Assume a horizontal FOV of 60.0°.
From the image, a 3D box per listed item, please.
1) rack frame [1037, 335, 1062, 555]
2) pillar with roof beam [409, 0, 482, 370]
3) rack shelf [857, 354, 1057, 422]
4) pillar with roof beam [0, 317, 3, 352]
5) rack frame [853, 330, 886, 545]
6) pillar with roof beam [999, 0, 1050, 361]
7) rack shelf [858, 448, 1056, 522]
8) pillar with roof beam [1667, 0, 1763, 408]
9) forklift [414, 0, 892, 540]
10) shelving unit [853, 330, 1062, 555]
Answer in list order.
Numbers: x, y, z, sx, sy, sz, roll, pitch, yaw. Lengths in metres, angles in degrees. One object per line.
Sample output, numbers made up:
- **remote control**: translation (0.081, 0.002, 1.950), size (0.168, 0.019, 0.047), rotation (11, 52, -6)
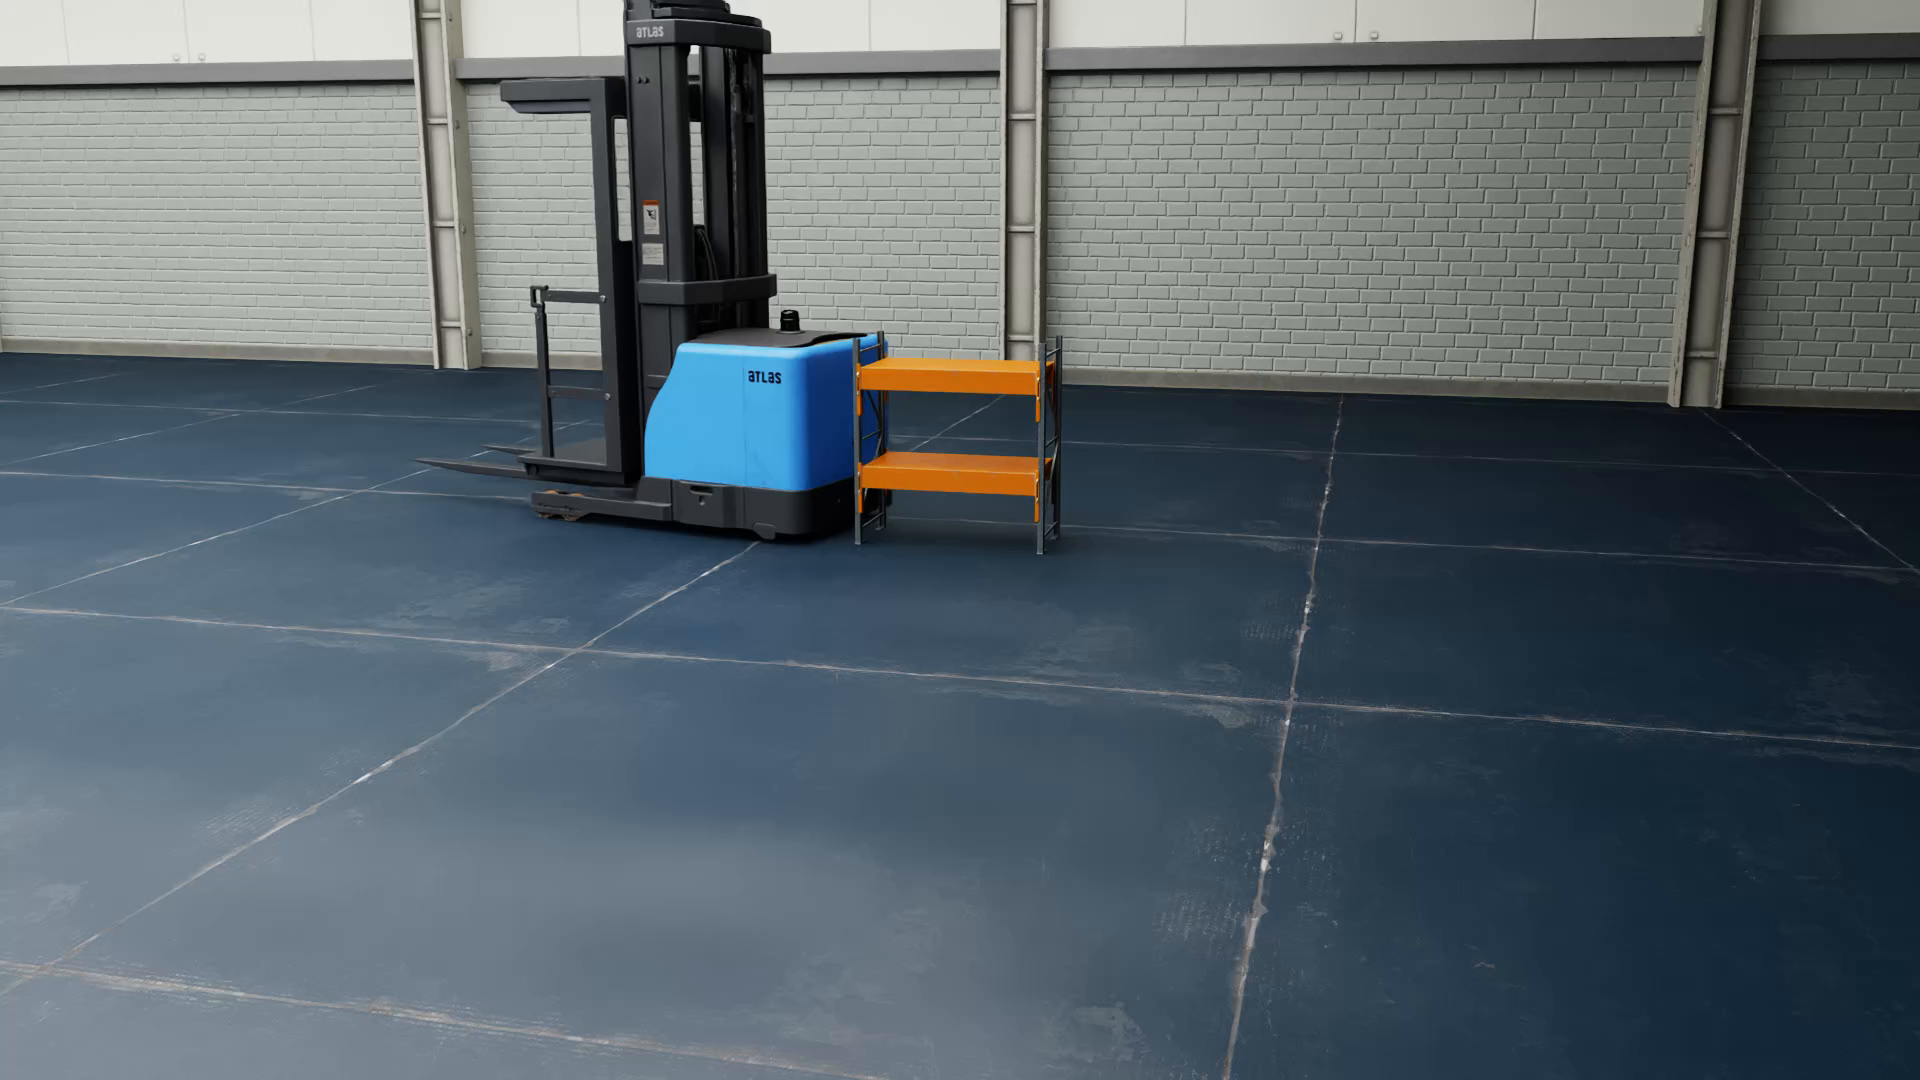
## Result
- **rack frame**: translation (0.487, -0.523, 8.995), size (0.032, 1.125, 0.500), rotation (3, 13, 14)
- **pillar with roof beam**: translation (-6.261, -5.289, 12.297), size (0.400, 9.000, 9.100), rotation (3, 13, 14)
- **rack shelf**: translation (-0.007, -0.835, 9.050), size (1.000, 0.278, 0.538), rotation (3, 13, 14)
- **pillar with roof beam**: translation (-12.087, -5.600, 13.700), size (0.400, 9.000, 9.100), rotation (3, 13, 14)
- **rack frame**: translation (-0.500, -0.576, 9.232), size (0.032, 1.125, 0.500), rotation (3, 13, 14)
- **pillar with roof beam**: translation (-0.436, -4.978, 10.893), size (0.400, 9.000, 9.100), rotation (3, 13, 14)
- **rack shelf**: translation (-0.007, -0.311, 9.166), size (1.000, 0.278, 0.538), rotation (3, 13, 14)
- **pillar with roof beam**: translation (5.389, -4.666, 9.490), size (0.400, 9.000, 9.100), rotation (3, 13, 14)
- **forklift**: translation (-1.952, -1.633, 9.829), size (3.031, 2.935, 1.130), rotation (6, 14, 27)
- **shelving unit**: translation (-0.007, -0.549, 9.113), size (1.048, 1.125, 0.538), rotation (3, 13, 14)
